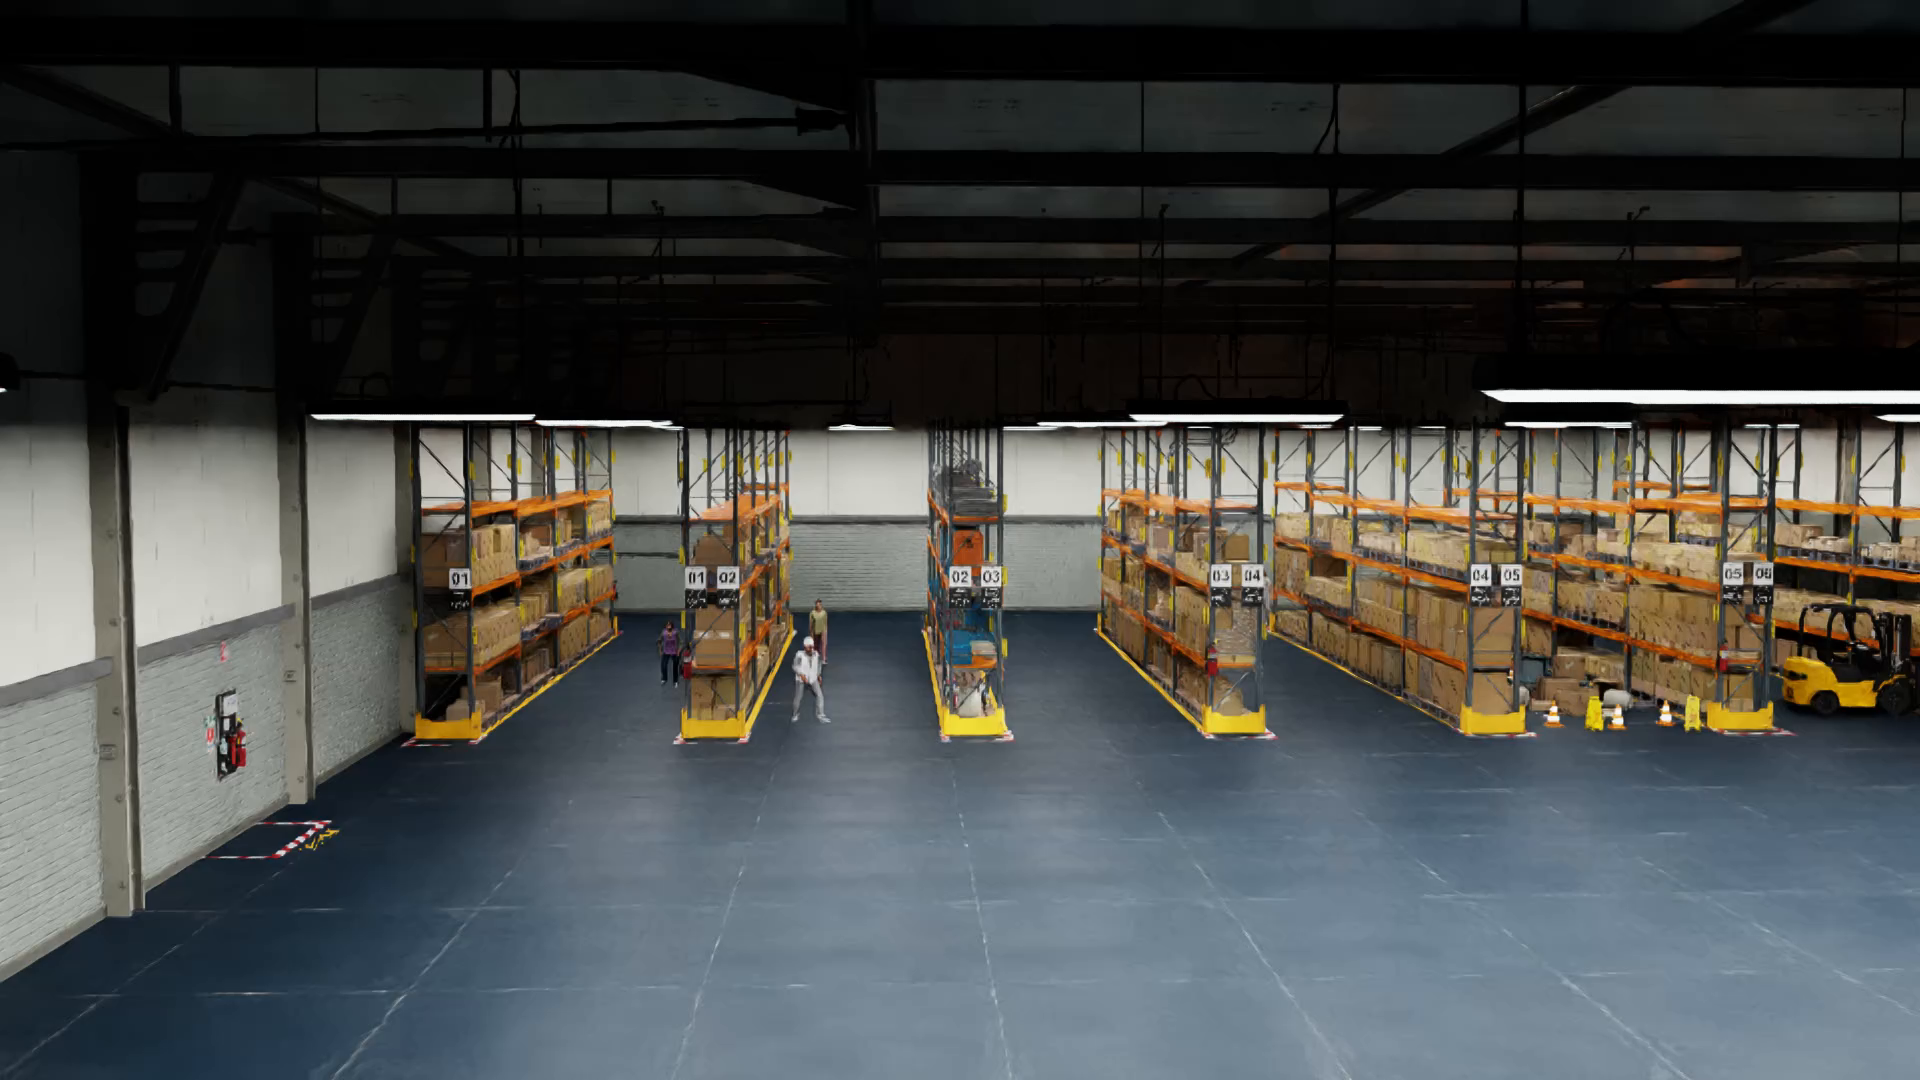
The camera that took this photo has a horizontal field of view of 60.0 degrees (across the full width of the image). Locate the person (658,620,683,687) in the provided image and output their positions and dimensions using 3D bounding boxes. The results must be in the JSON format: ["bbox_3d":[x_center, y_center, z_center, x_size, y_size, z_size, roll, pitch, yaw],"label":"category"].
[{"bbox_3d":[-6.489,2.530,37.234,0.566,1.541,0.519,0,4,-5],"label":"person"}]

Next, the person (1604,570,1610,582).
[{"bbox_3d":[19.472,1.643,49.635,0.380,1.670,0.568,-2,4,-34],"label":"person"}]

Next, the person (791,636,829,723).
[{"bbox_3d":[-2.989,2.727,32.679,0.688,1.711,0.825,-1,4,-20],"label":"person"}]

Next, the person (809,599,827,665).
[{"bbox_3d":[-3.479,2.240,40.852,0.449,1.586,1.098,0,4,-5],"label":"person"}]

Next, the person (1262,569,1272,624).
[{"bbox_3d":[9.084,1.674,49.410,0.517,1.661,0.527,3,4,34],"label":"person"}]
